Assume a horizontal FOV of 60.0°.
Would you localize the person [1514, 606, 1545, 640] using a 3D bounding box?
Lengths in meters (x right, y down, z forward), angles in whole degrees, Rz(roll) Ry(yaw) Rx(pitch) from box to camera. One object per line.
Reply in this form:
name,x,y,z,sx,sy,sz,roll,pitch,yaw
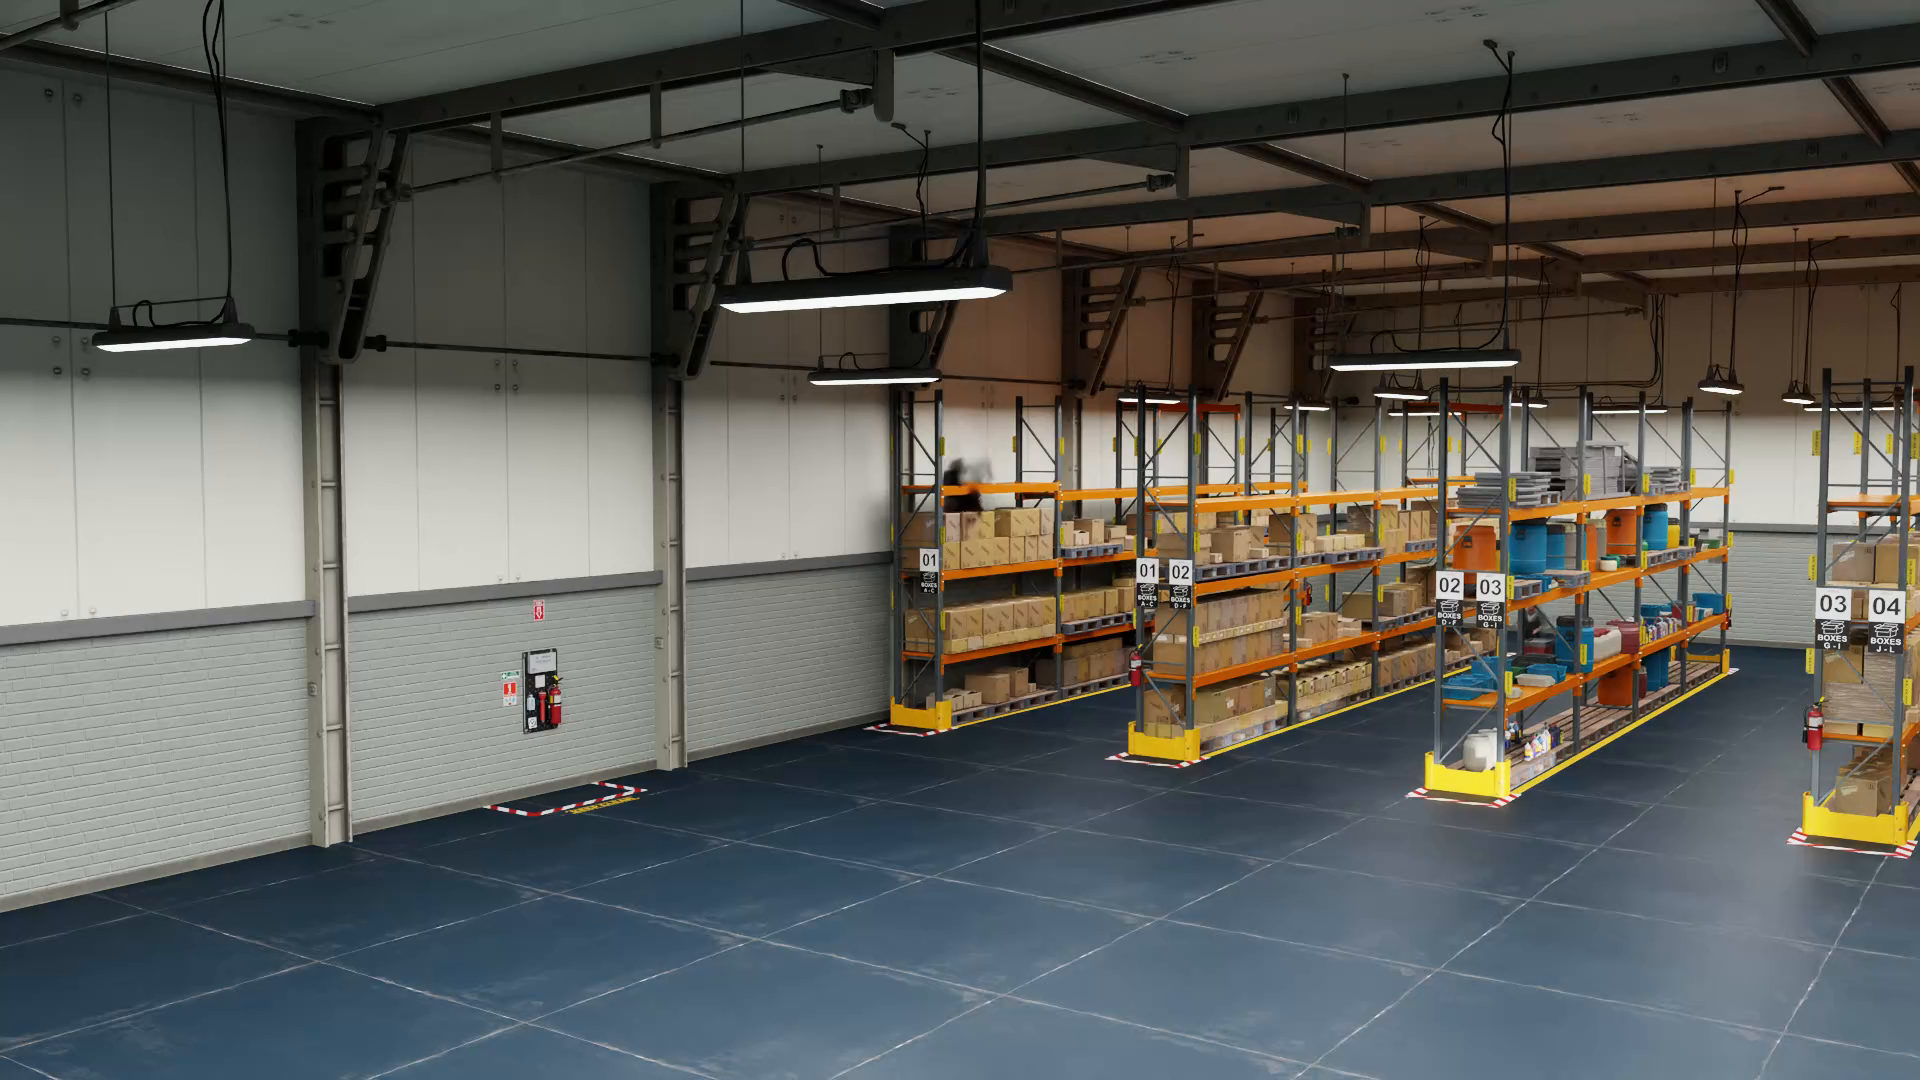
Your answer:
person,12.291,2.152,35.899,0.643,1.658,0.572,1,3,19
